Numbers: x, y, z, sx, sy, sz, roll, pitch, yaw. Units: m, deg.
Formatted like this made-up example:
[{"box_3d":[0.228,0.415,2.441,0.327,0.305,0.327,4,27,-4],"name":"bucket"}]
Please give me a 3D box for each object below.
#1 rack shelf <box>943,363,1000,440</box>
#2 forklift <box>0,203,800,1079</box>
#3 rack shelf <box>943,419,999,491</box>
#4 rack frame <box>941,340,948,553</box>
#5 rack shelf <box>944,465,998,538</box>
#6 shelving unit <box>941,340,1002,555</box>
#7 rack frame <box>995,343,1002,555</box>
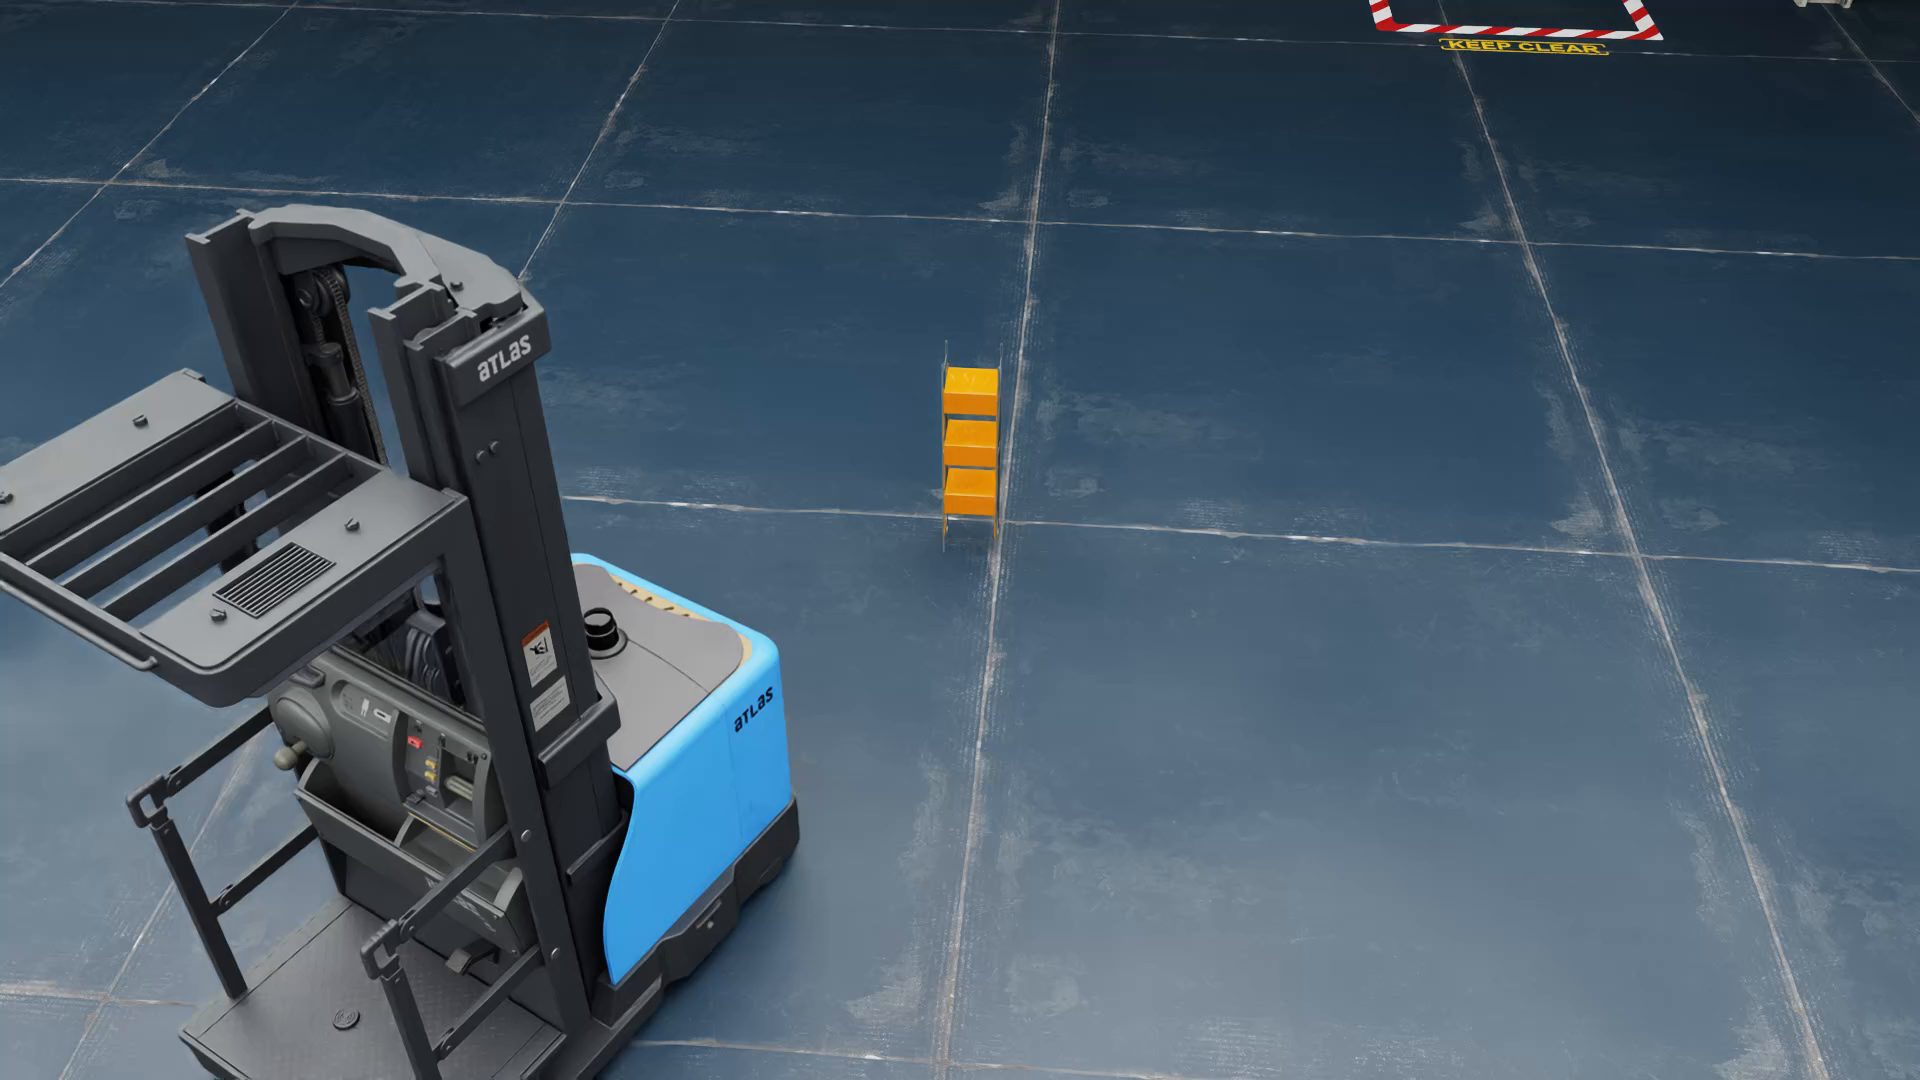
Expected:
[{"box_3d":[0.053,-0.616,7.413,0.240,0.259,0.215,3,39,4],"name":"rack shelf"},{"box_3d":[-1.836,0.668,4.778,1.130,2.935,3.031,22,44,25],"name":"forklift"},{"box_3d":[0.053,-0.396,7.592,0.240,0.259,0.215,3,39,4],"name":"rack shelf"},{"box_3d":[-0.068,-0.411,7.594,0.008,1.050,0.200,3,39,4],"name":"rack frame"},{"box_3d":[0.053,-0.180,7.768,0.240,0.259,0.215,3,39,4],"name":"rack shelf"},{"box_3d":[0.053,-0.404,7.585,0.252,1.050,0.215,3,39,4],"name":"shelving unit"},{"box_3d":[0.175,-0.398,7.577,0.008,1.050,0.200,3,39,4],"name":"rack frame"}]
